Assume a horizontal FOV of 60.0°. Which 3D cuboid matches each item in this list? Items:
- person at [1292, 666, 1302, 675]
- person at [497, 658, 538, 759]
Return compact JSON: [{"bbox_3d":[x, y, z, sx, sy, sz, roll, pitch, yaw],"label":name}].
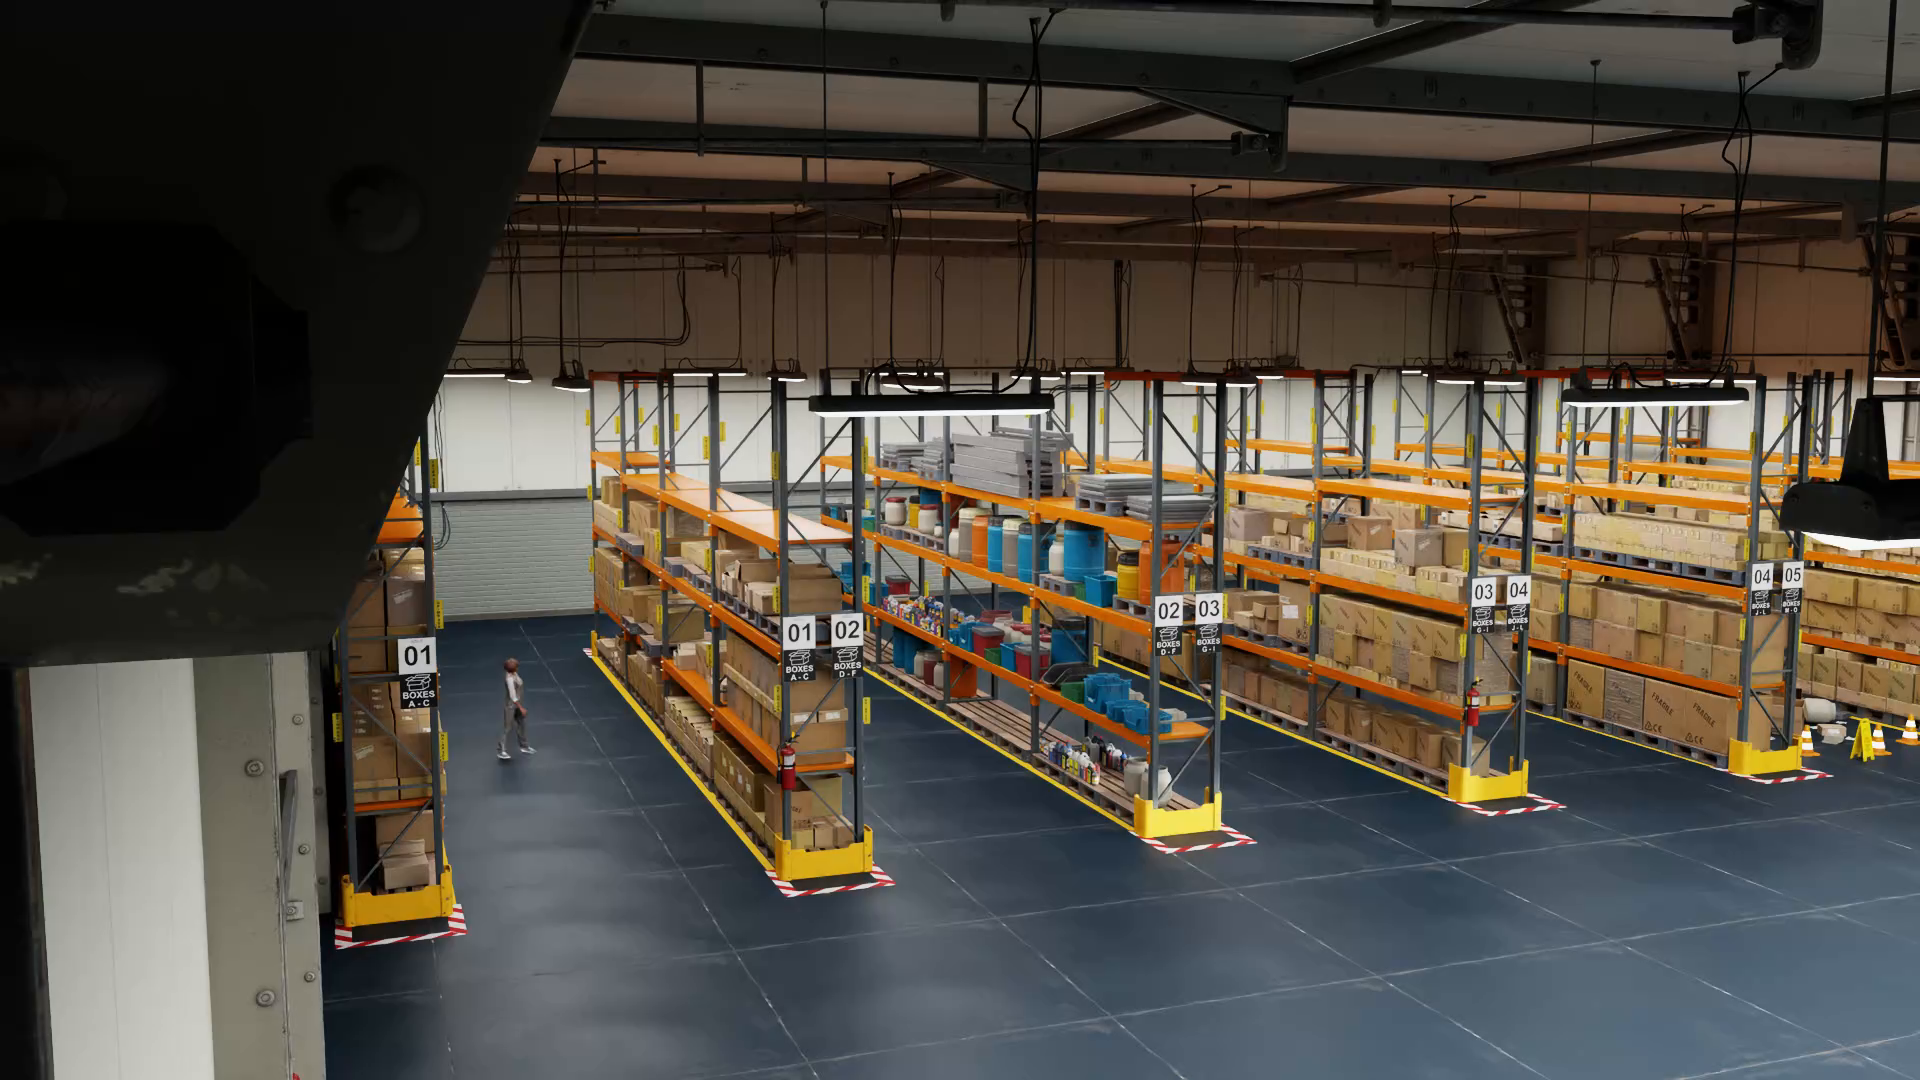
[{"bbox_3d":[6.399,1.927,31.581,0.508,1.781,0.630,0,6,0],"label":"person"},{"bbox_3d":[-7.022,2.637,26.220,0.530,1.604,0.581,0,6,3],"label":"person"}]
